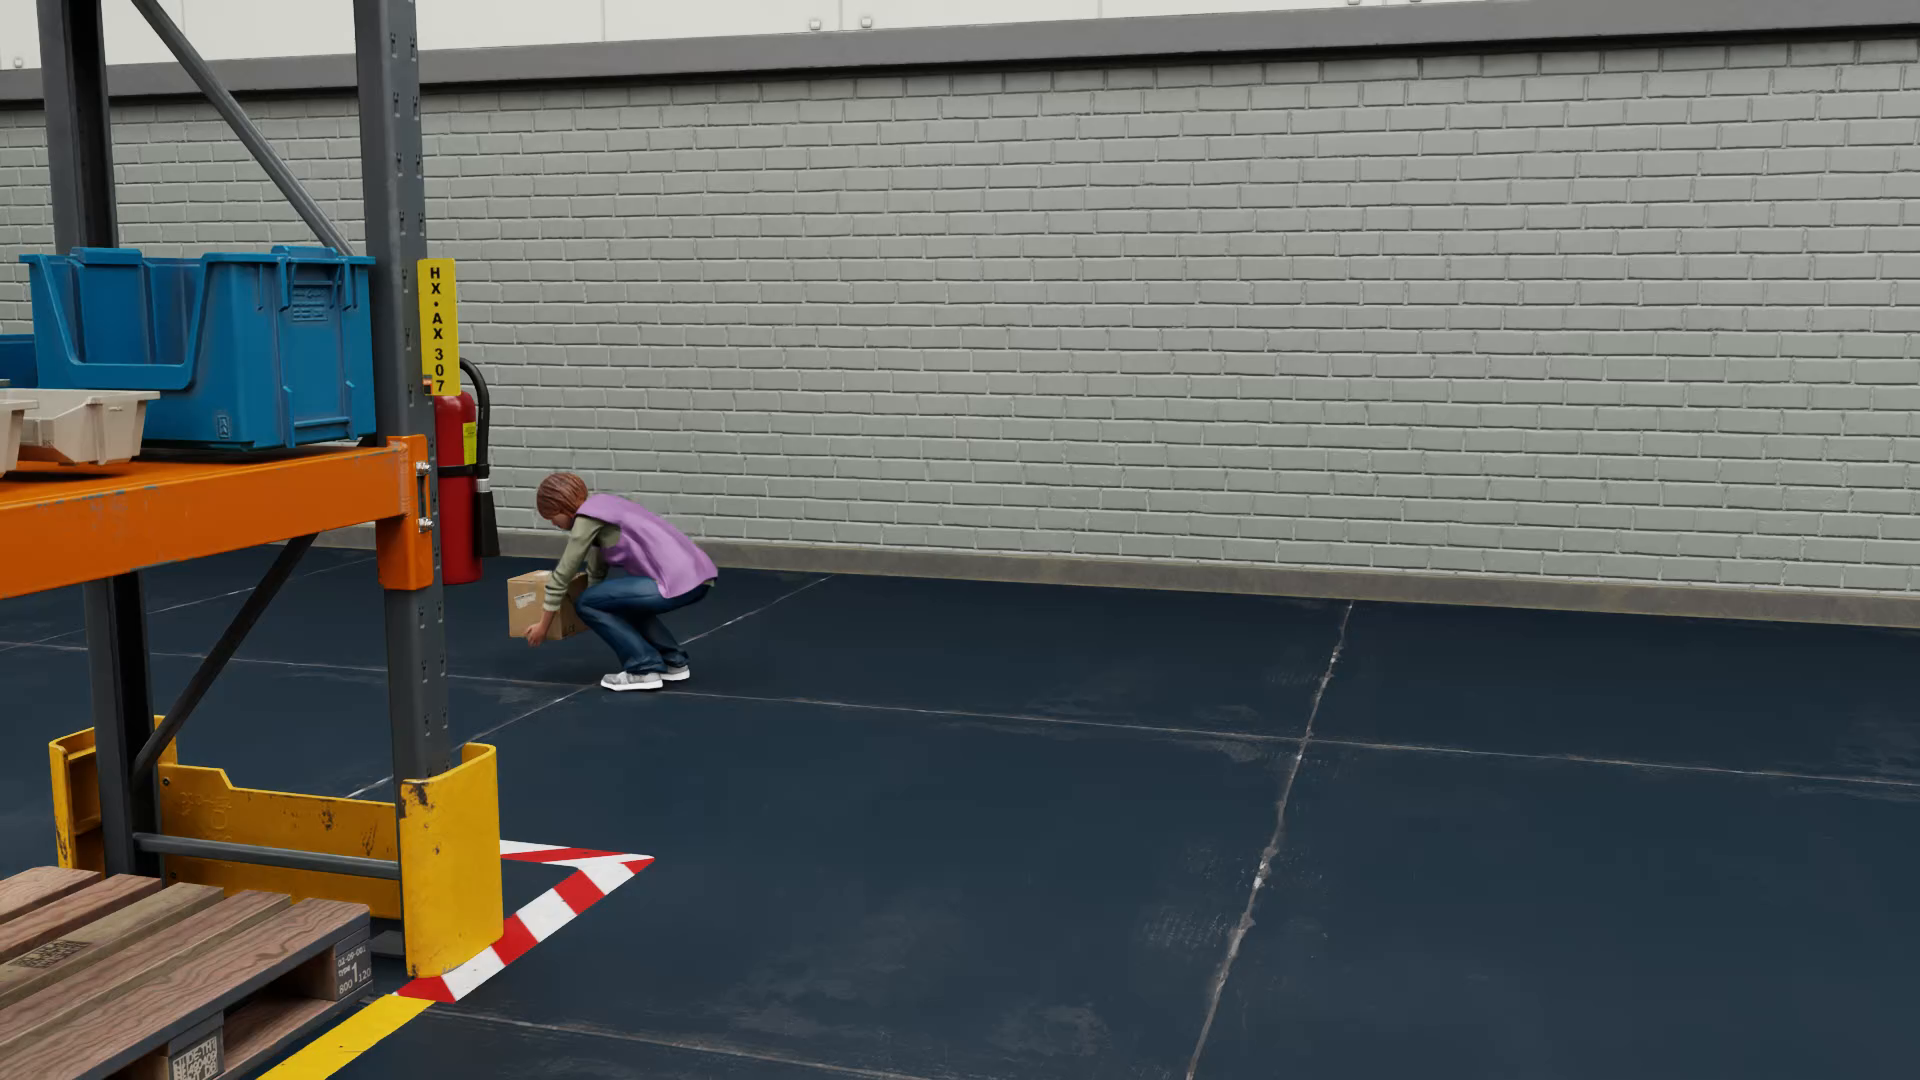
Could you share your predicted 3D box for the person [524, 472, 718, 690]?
[{"bbox_3d":[-1.435,0.178,7.059,0.809,0.897,0.445,2,9,16],"label":"person"}]
